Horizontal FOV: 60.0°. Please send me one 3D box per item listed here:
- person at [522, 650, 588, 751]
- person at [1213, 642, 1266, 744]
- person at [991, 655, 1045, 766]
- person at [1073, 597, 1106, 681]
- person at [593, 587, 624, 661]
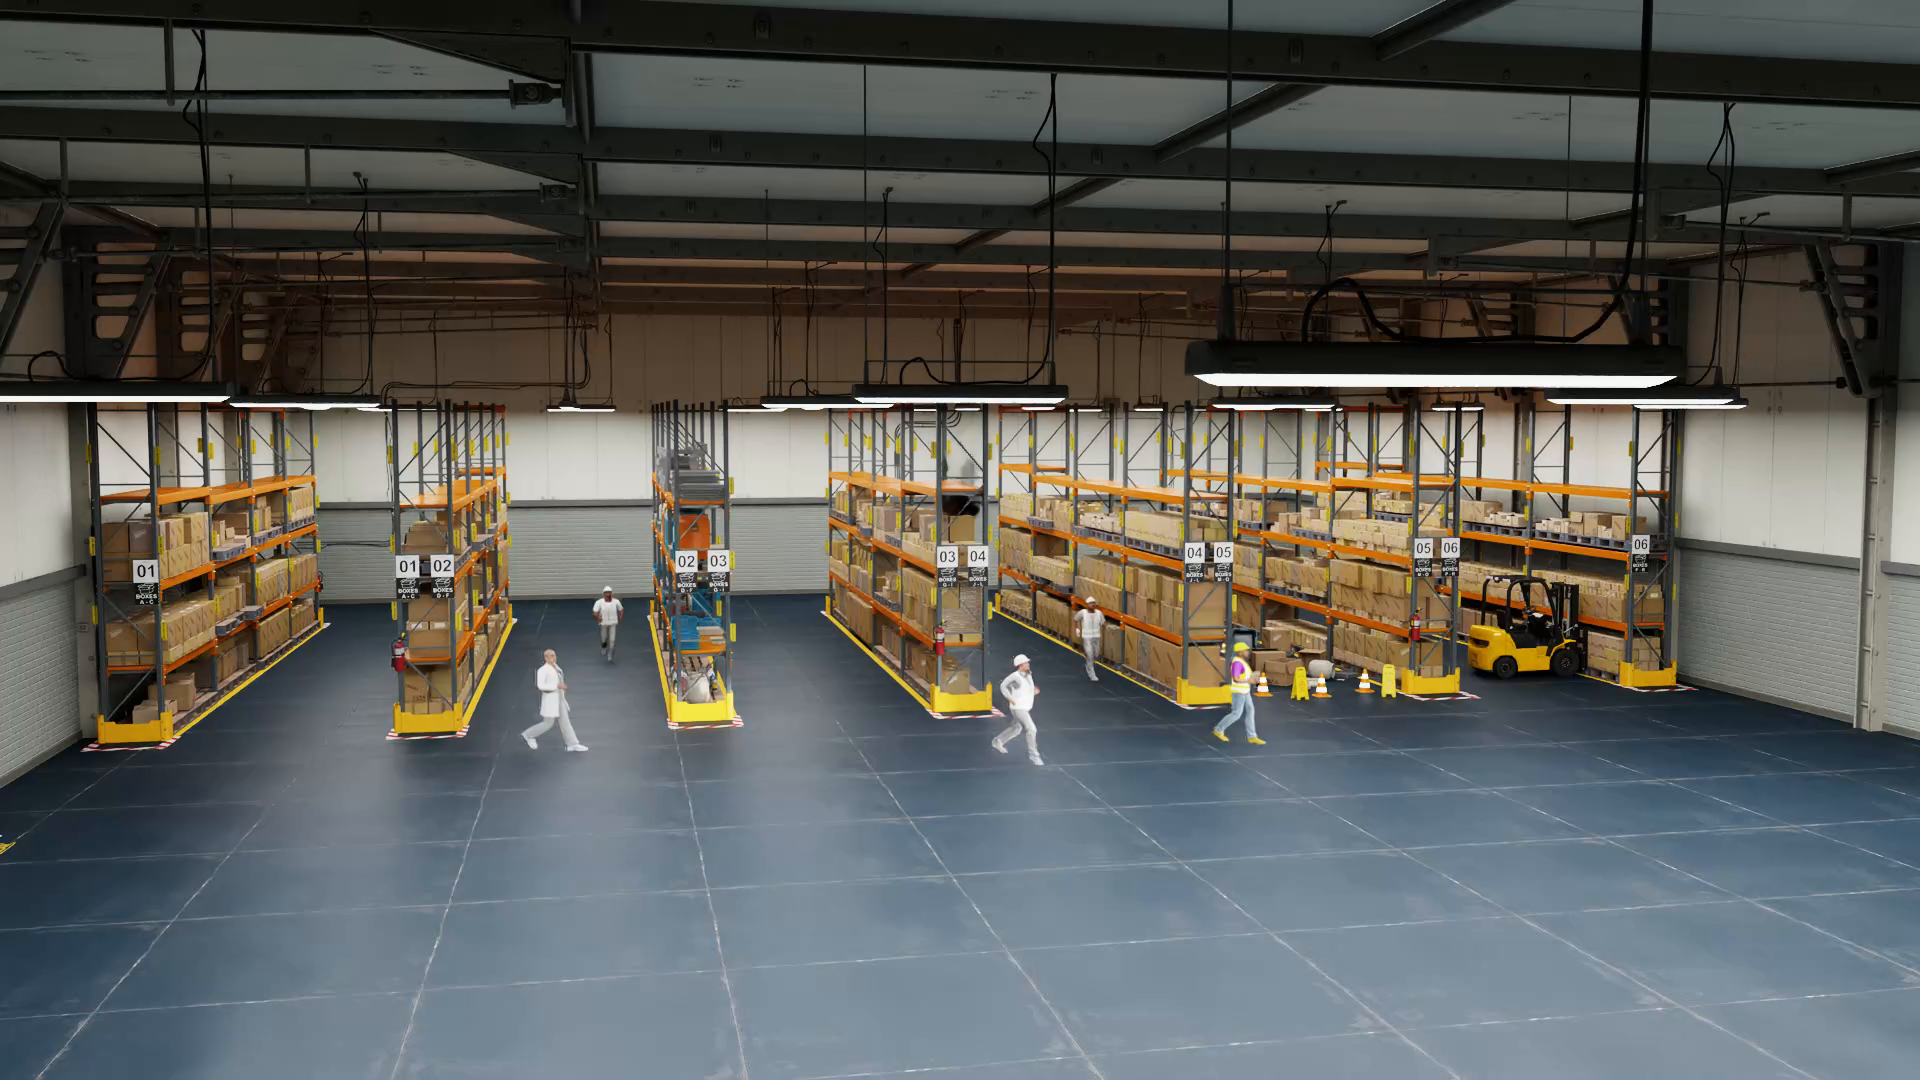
[{"bbox_3d":[-6.816,2.740,27.978,1.180,1.634,0.725,2,5,20],"label":"person"},{"bbox_3d":[4.840,2.641,28.744,0.911,1.758,0.705,2,5,20],"label":"person"},{"bbox_3d":[0.972,2.790,27.415,0.990,1.823,0.625,2,5,22],"label":"person"},{"bbox_3d":[2.827,2.109,35.909,0.691,1.761,0.994,-1,4,-16],"label":"person"},{"bbox_3d":[-8.175,1.947,38.713,0.706,1.723,0.706,-1,4,-15],"label":"person"}]
